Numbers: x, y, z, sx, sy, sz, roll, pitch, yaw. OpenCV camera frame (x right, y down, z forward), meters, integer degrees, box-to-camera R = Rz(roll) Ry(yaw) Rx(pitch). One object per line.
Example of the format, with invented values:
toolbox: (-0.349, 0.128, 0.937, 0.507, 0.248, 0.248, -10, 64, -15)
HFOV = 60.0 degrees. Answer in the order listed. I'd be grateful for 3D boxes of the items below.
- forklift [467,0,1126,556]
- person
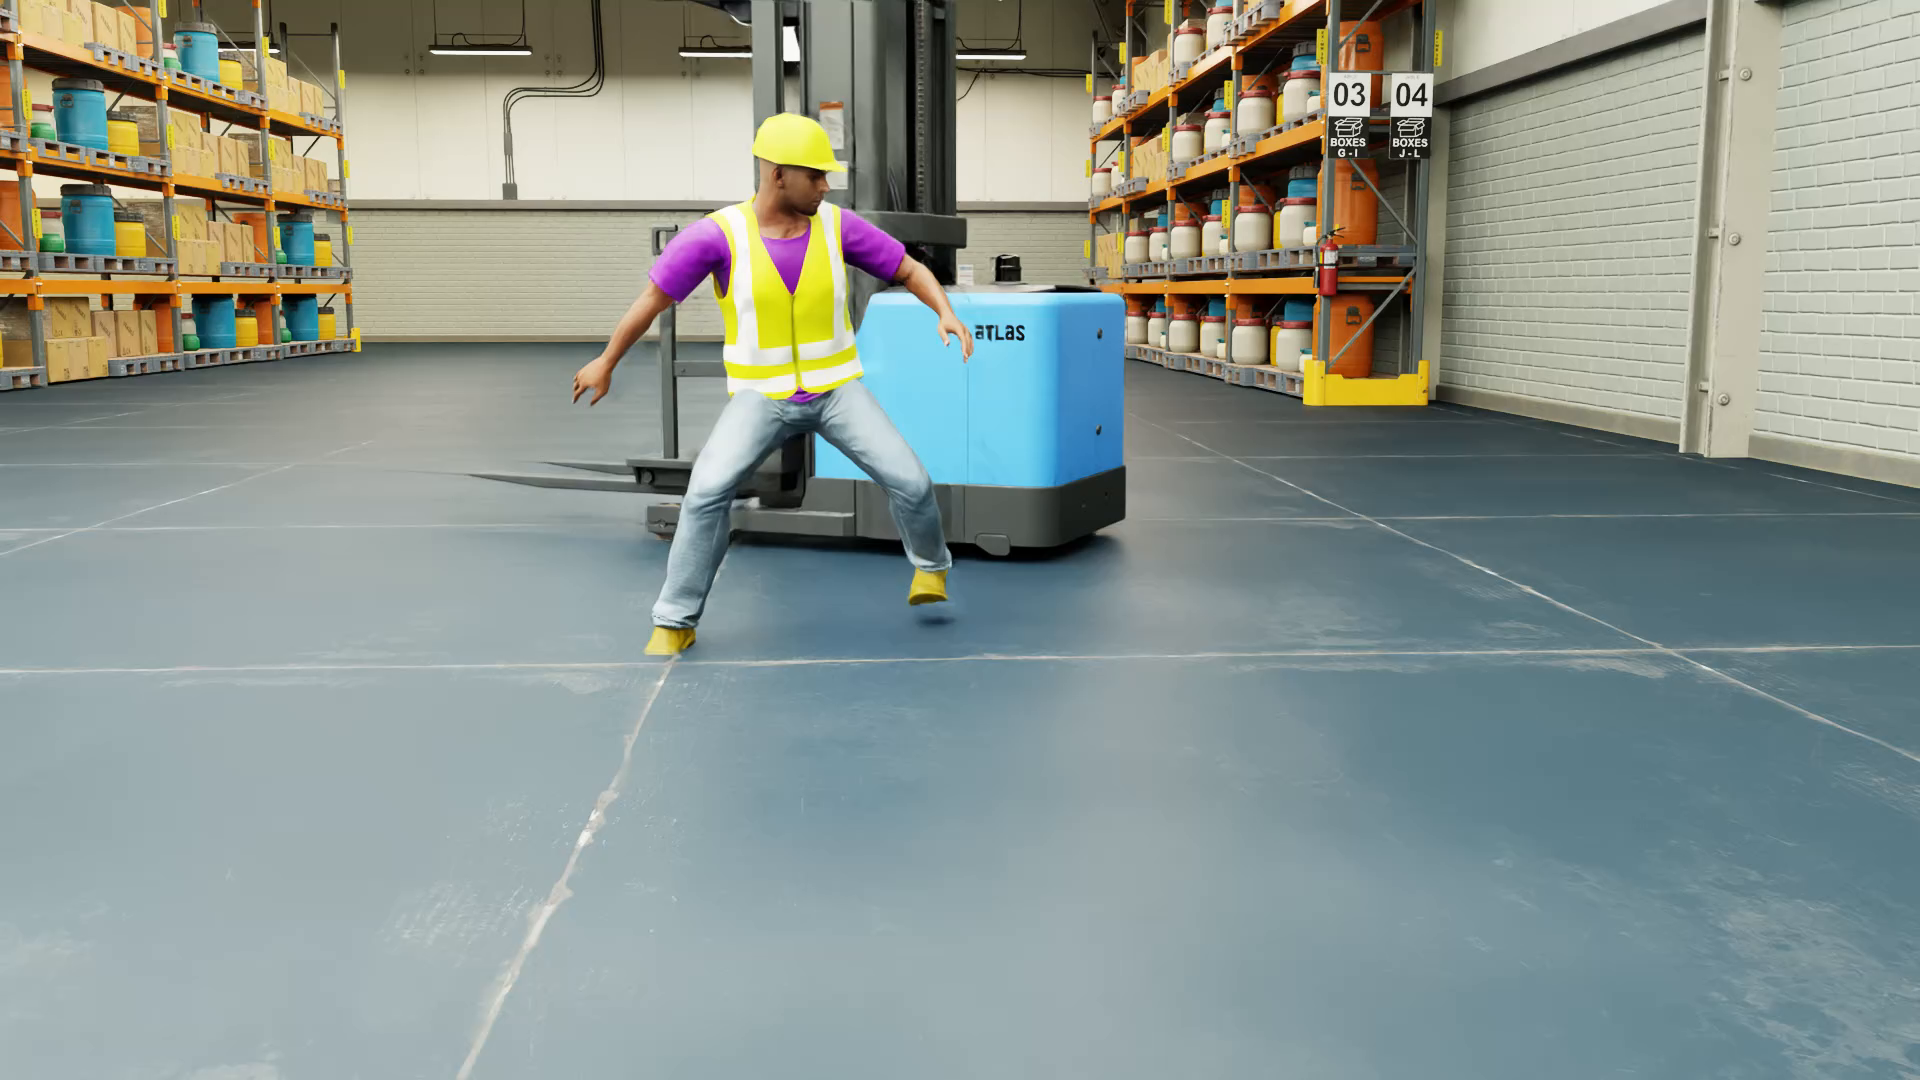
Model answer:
forklift: (-0.823, -1.501, 7.440, 3.031, 2.935, 1.130, 4, 9, 23)
person: (-0.583, -0.447, 5.148, 1.223, 1.686, 0.551, -2, 9, -11)
